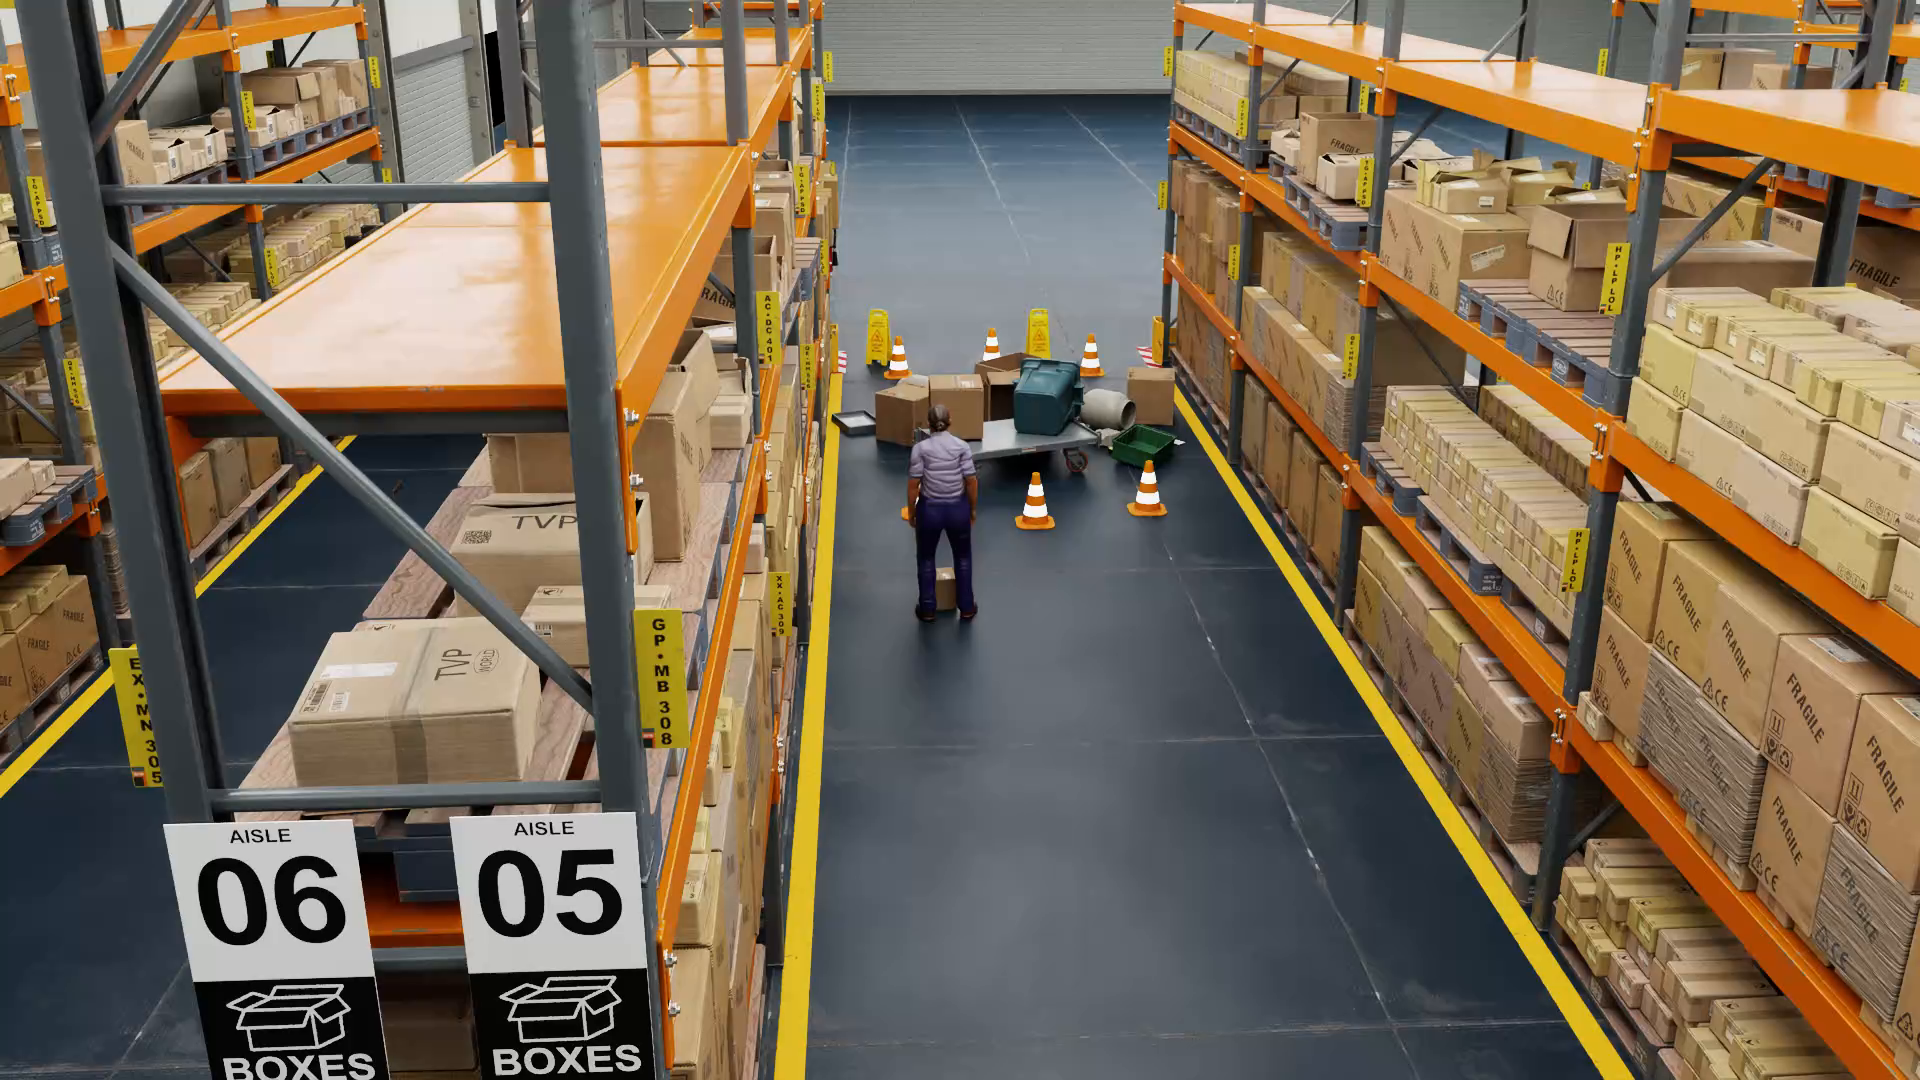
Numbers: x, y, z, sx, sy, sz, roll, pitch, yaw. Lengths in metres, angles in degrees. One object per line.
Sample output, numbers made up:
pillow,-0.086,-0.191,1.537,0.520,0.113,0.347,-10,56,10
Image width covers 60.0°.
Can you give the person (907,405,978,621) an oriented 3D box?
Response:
person,-0.123,-0.196,12.430,0.543,1.652,0.372,-2,21,-5
